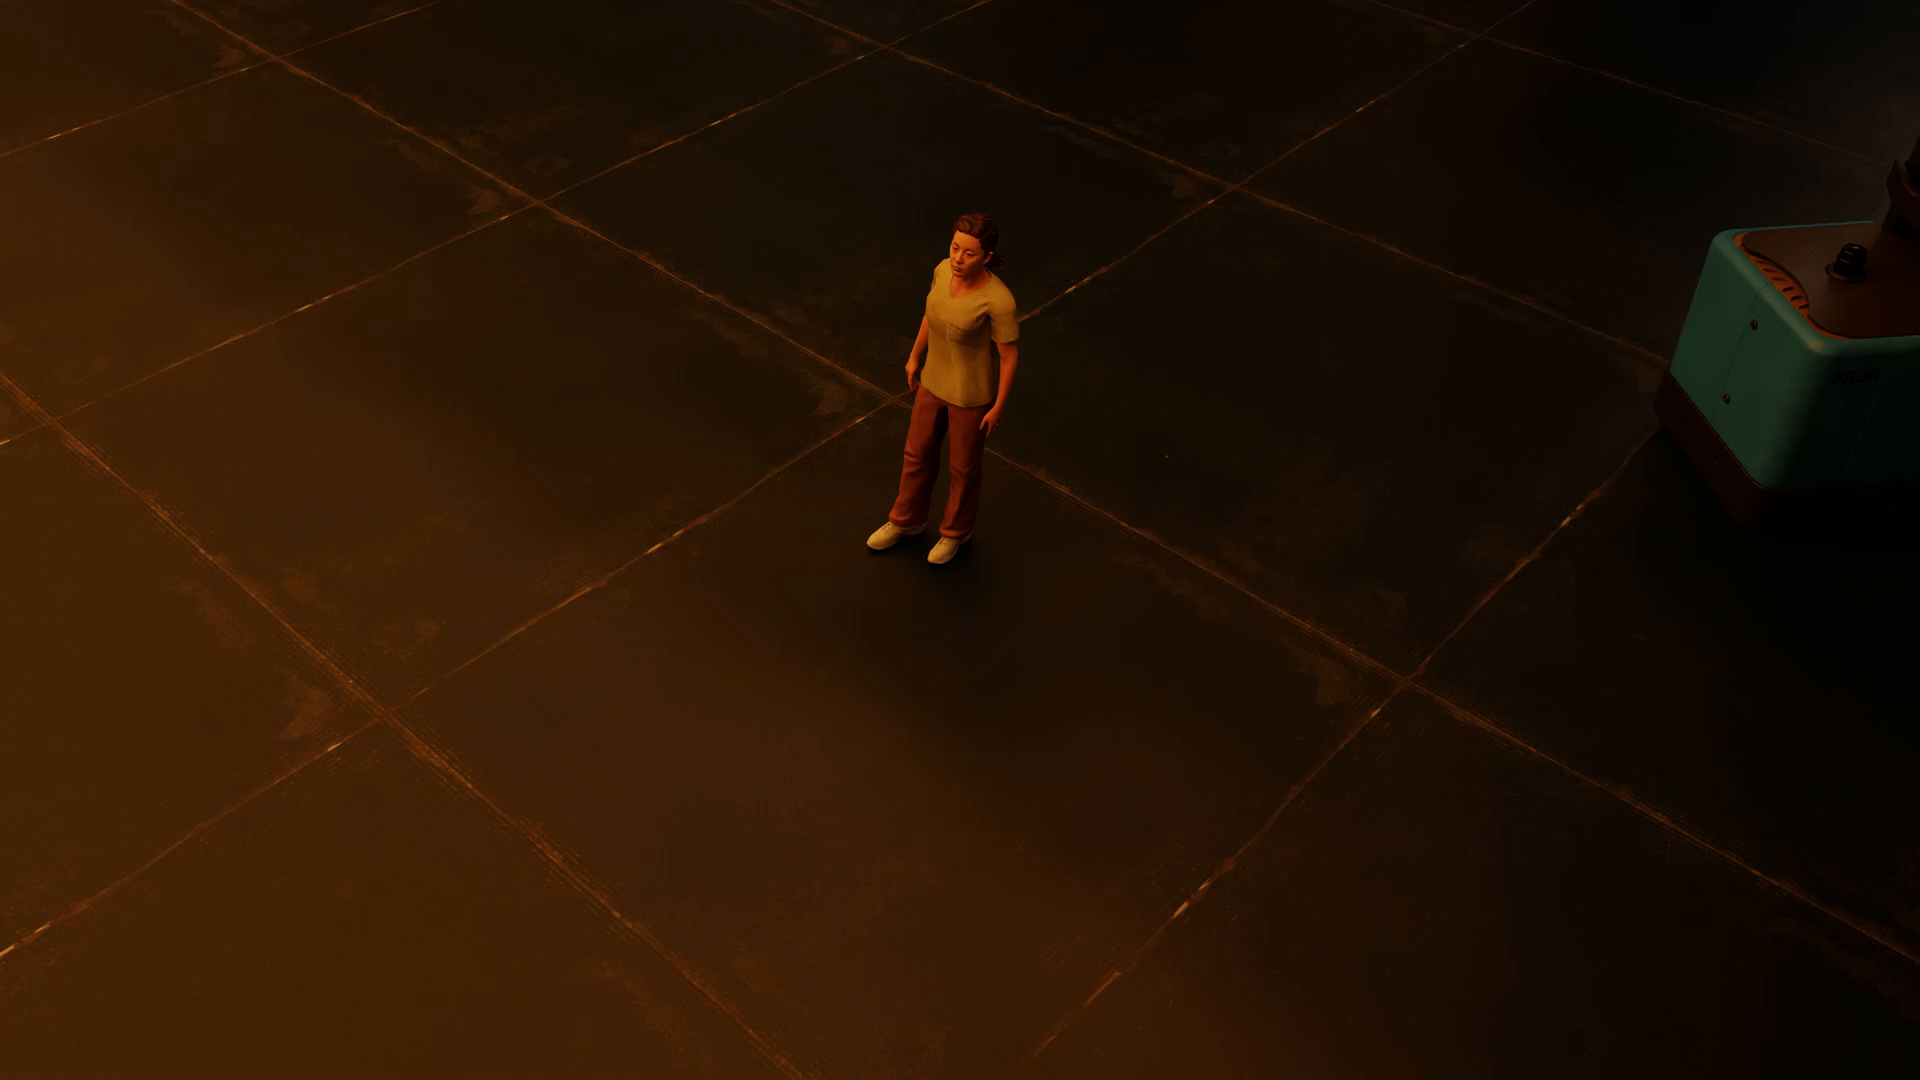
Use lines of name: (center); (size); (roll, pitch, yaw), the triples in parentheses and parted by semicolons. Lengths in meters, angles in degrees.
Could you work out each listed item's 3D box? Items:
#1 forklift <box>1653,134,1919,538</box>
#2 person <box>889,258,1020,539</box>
forklift: (5.027, -1.541, 7.224); (3.031, 2.935, 1.130); (-5, 41, -5)
person: (-0.025, -0.562, 7.175); (0.518, 1.361, 0.395); (31, 49, 31)
